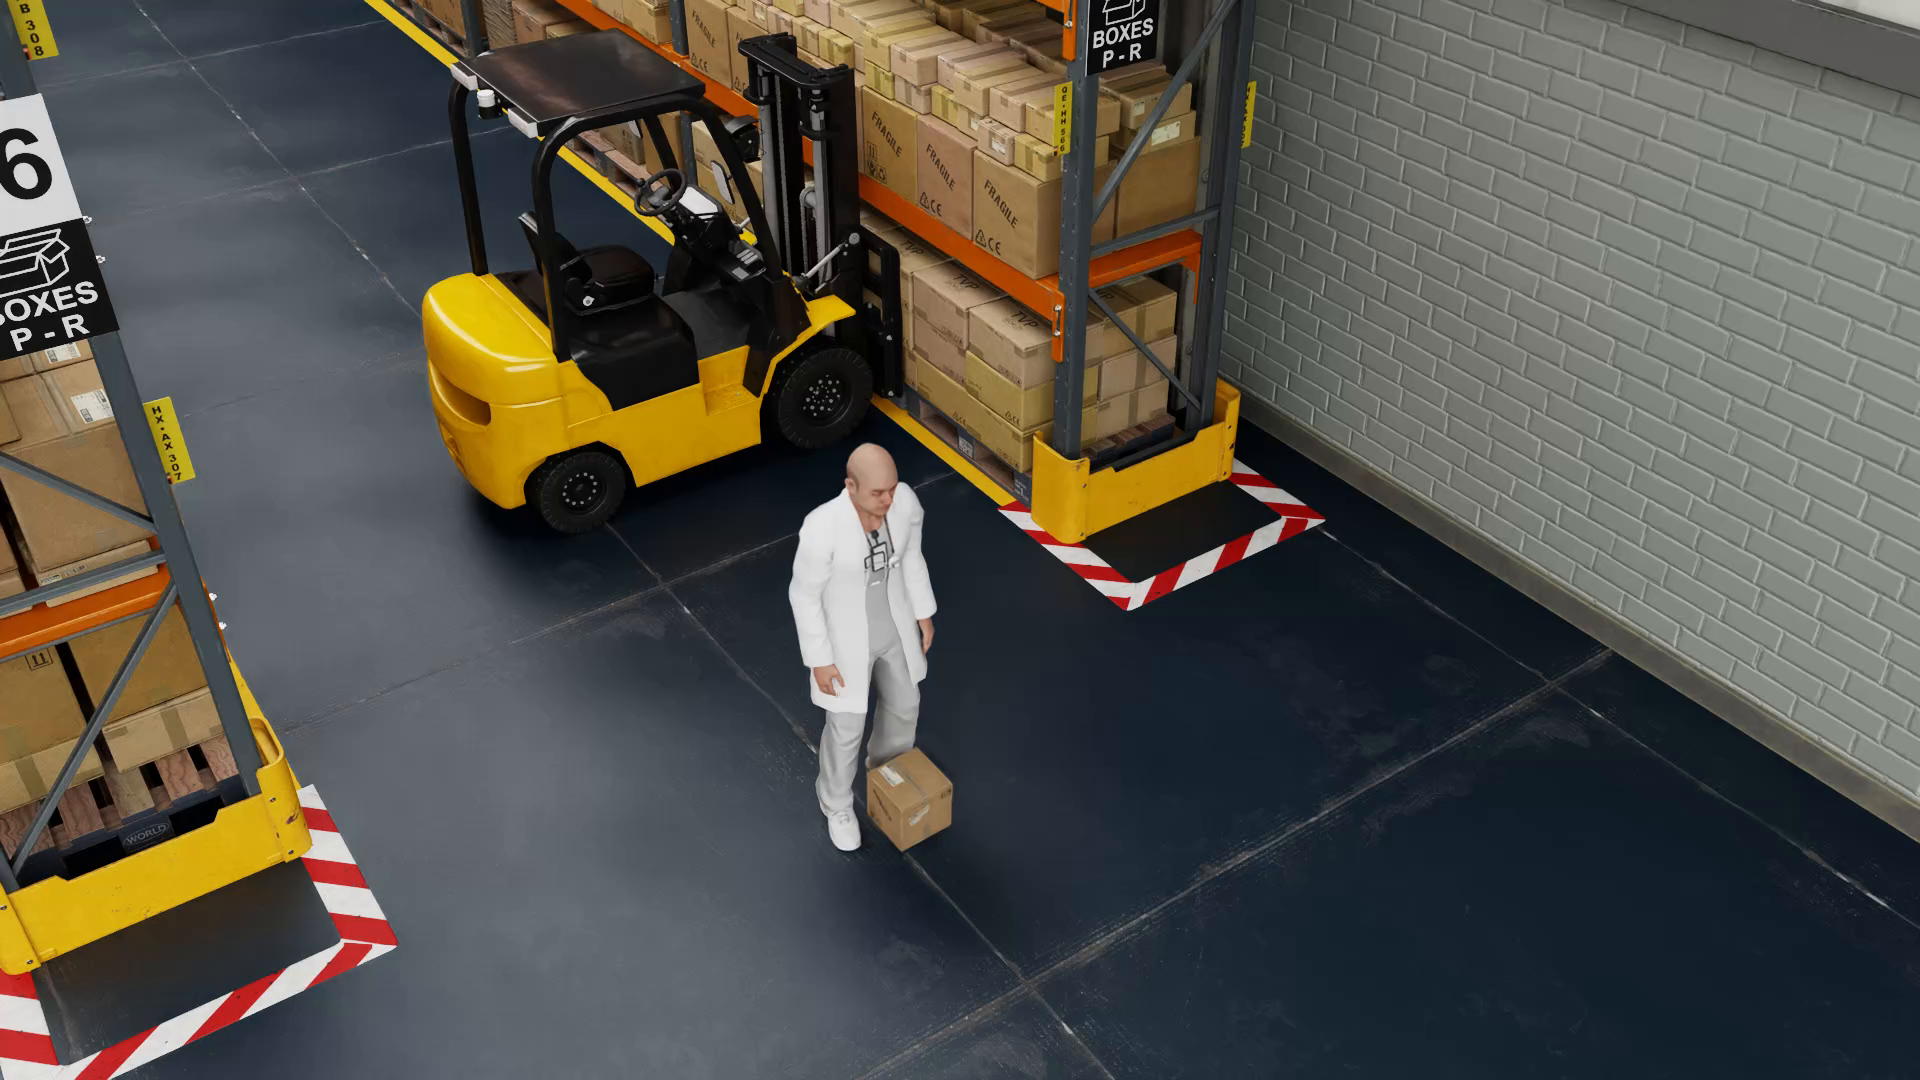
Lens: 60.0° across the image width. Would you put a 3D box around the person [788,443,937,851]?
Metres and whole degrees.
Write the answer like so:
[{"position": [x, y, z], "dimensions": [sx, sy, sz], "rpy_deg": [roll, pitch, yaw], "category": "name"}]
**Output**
[{"position": [-0.357, 0.379, 6.492], "dimensions": [0.612, 1.775, 0.426], "rpy_deg": [-24, 42, -29], "category": "person"}]
